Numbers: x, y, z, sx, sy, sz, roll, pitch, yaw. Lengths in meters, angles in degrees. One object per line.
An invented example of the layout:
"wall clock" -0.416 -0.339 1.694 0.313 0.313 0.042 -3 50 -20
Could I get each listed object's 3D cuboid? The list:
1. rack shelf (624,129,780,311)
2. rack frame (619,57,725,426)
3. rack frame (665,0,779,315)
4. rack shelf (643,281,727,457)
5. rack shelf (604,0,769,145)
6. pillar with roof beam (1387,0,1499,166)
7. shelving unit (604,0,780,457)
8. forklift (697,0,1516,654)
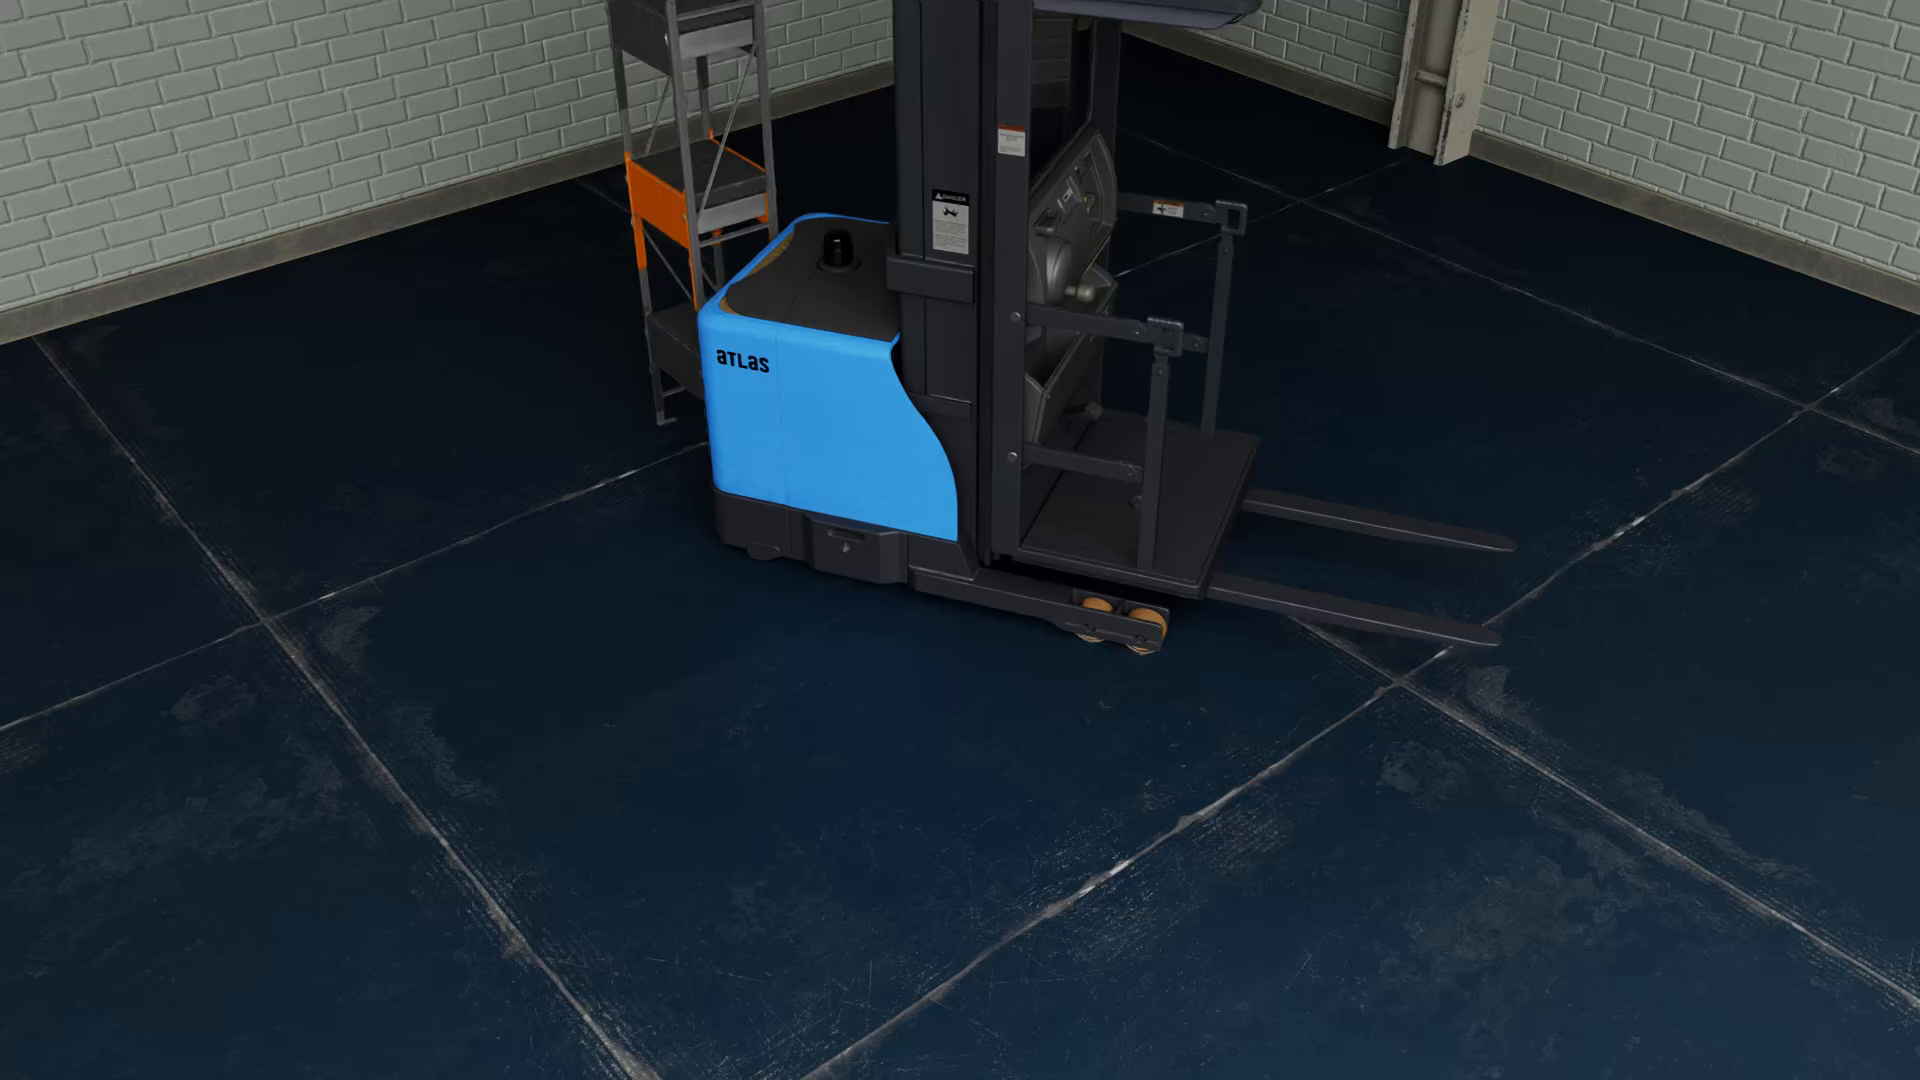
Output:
"rack shelf" -1.050 -1.318 6.818 0.431 0.518 0.480 -24 42 -30
"rack frame" -1.198 -1.441 6.969 0.400 2.100 0.015 -24 42 -30
"rack frame" -0.901 -1.218 6.653 0.400 2.100 0.015 -24 42 -30
"rack shelf" -1.050 -0.747 7.223 0.431 0.518 0.480 -24 42 -30
"rack shelf" -1.050 -1.890 6.414 0.431 0.518 0.480 -24 42 -30
"pillar with roof beam" -0.442 -4.436 5.227 9.100 9.000 0.400 -26 43 -32
"shelving unit" -1.050 -1.330 6.811 0.431 2.100 0.503 -24 42 -30
"forklift" 0.588 -1.124 5.801 3.031 2.935 1.130 12 37 16
